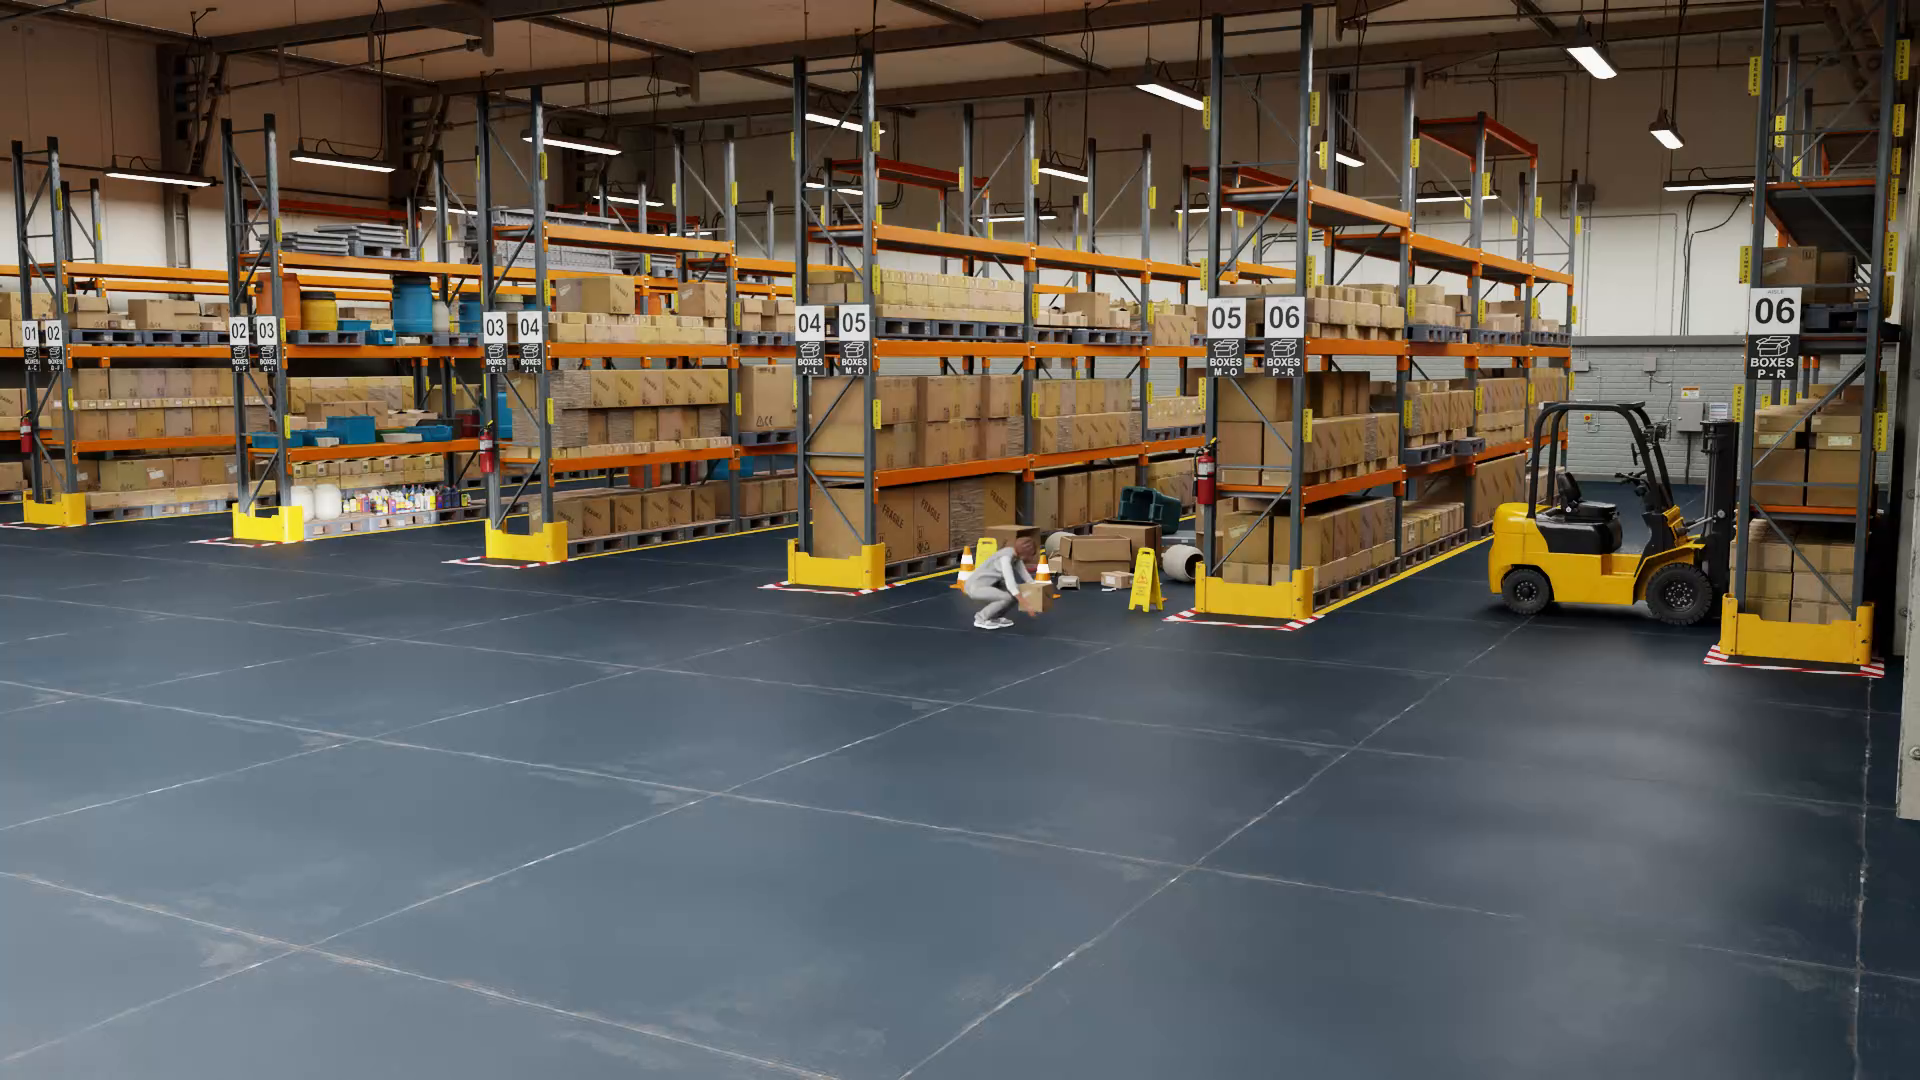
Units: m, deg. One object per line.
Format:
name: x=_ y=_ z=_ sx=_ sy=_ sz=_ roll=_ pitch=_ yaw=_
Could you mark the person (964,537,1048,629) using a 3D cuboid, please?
person: x=0.434 y=0.411 z=16.059 sx=0.817 sy=0.899 sz=0.433 roll=3 pitch=7 yaw=28
